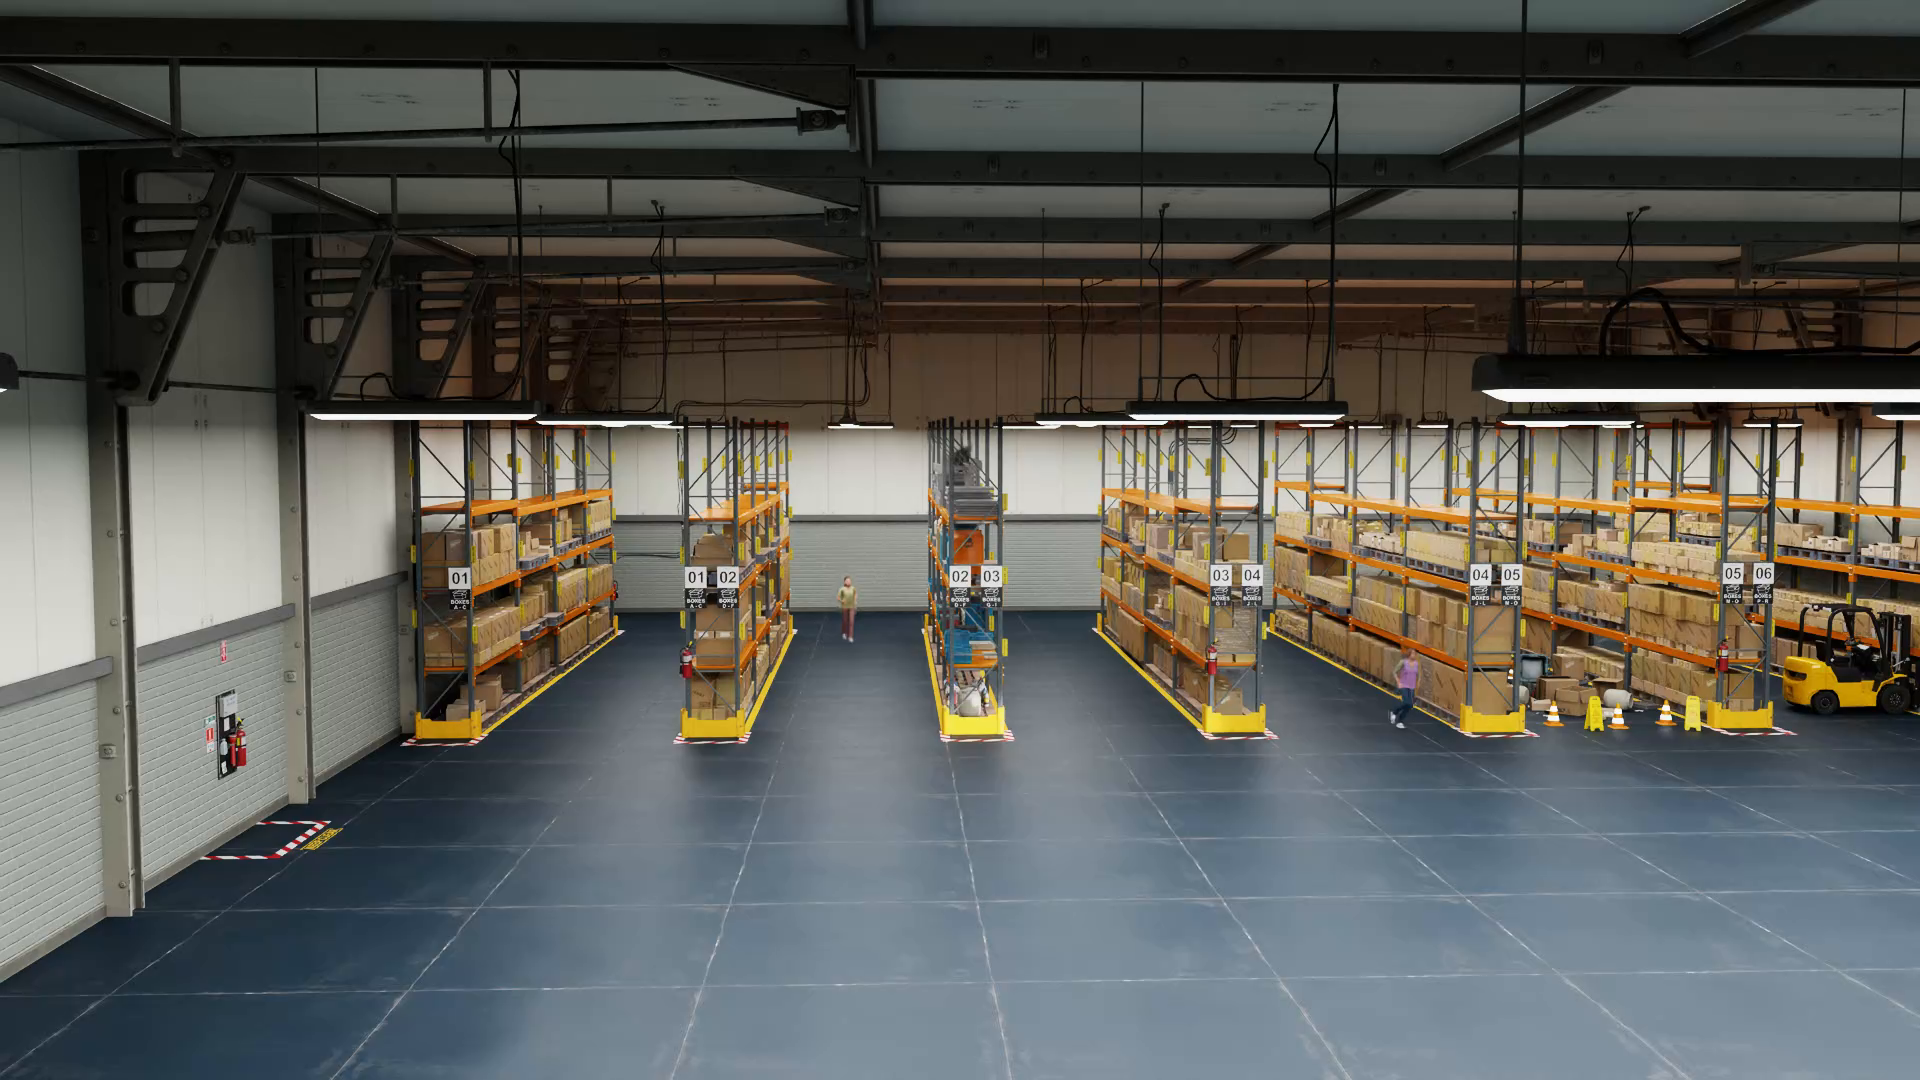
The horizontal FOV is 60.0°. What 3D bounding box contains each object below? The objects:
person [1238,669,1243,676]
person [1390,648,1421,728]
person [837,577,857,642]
[{"bbox_3d":[6.546,2.323,39.321,0.609,1.666,0.863,0,4,-6],"label":"person"},{"bbox_3d":[8.651,2.858,32.086,0.557,1.542,0.514,-1,4,-19],"label":"person"},{"bbox_3d":[-2.904,1.787,43.199,0.578,1.670,0.803,-1,4,-19],"label":"person"}]
